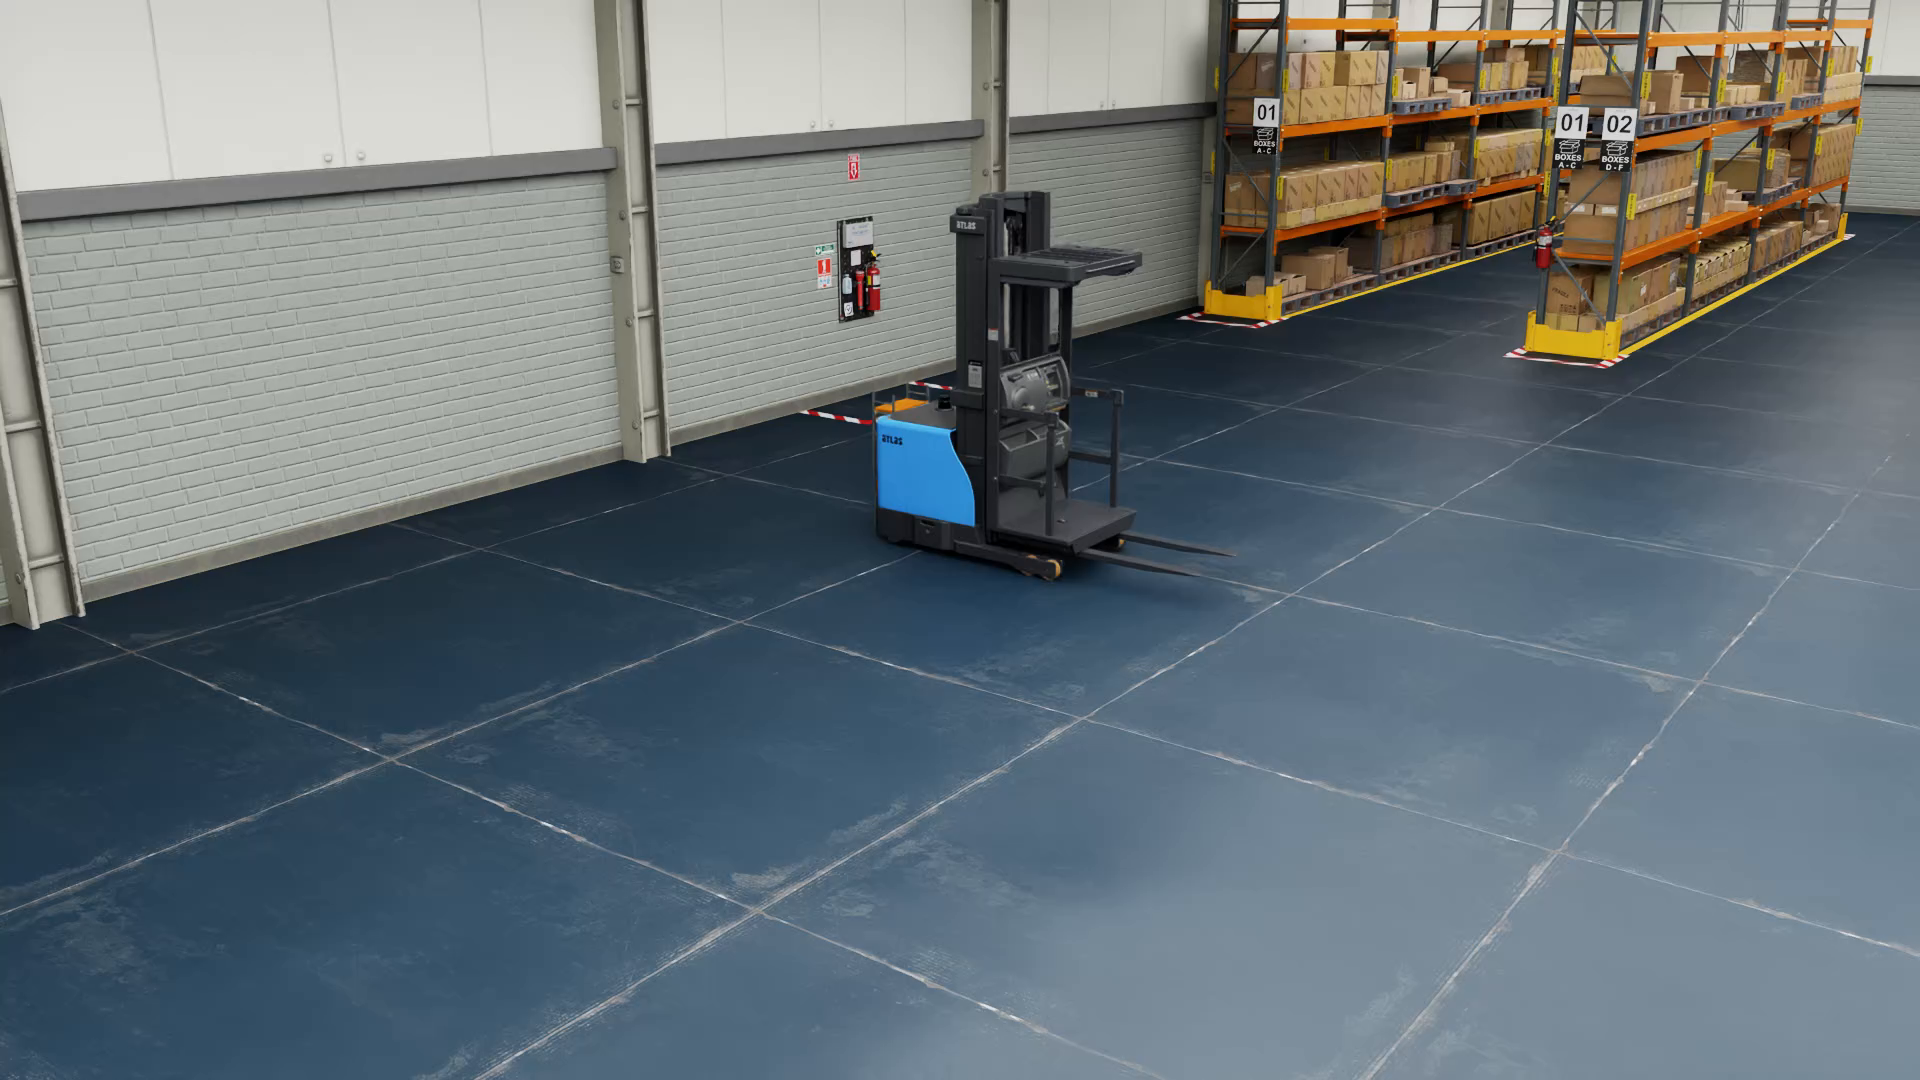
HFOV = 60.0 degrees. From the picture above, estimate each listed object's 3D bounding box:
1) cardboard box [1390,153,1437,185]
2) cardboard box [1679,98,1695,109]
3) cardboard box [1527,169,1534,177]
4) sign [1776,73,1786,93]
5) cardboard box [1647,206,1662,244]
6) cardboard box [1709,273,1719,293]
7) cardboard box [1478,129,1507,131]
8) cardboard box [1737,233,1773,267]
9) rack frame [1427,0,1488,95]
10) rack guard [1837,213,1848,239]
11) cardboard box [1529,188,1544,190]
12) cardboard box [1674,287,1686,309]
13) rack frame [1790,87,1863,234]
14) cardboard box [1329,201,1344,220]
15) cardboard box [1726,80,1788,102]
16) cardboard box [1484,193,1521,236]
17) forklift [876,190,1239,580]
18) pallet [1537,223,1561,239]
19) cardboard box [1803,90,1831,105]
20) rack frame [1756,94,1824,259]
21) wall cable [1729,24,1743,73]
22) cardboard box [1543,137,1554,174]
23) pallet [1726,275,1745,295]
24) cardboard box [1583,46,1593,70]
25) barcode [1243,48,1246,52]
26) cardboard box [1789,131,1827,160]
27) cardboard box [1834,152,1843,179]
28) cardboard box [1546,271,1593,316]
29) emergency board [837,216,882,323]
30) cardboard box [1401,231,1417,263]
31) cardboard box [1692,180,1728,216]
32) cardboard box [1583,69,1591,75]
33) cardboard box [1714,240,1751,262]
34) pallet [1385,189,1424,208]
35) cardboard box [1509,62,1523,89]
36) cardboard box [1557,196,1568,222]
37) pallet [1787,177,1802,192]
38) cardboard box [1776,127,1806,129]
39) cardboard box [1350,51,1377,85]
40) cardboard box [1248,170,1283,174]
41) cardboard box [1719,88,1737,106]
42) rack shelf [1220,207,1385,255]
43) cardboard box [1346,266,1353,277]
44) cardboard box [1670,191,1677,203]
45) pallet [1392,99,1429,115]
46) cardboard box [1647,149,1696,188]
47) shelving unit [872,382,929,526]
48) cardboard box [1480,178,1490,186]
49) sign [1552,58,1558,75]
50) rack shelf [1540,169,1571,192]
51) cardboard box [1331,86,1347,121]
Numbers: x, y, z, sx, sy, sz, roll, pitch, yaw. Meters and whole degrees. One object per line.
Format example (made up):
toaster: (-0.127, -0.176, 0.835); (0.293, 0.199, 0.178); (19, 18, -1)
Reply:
cardboard box: (7.998, -6.568, 29.424); (0.700, 0.500, 0.500); (12, 21, 35)
cardboard box: (10.093, -6.141, 23.384); (0.380, 0.149, 0.250); (12, 21, 35)
cardboard box: (11.273, -7.372, 33.314); (0.380, 0.149, 0.250); (13, 21, 36)
sign: (13.416, -7.467, 27.168); (0.100, 0.325, 0.005); (12, 21, 35)
cardboard box: (9.417, -4.470, 23.412); (0.700, 0.500, 0.500); (13, 22, 36)
cardboard box: (11.644, -4.082, 26.259); (0.500, 0.250, 0.500); (12, 21, 33)
cardboard box: (10.589, -8.045, 33.124); (0.500, 0.250, 0.500); (13, 21, 35)
cardboard box: (13.784, -5.050, 28.920); (0.500, 0.500, 0.500); (12, 21, 33)
rack frame: (8.995, -9.589, 29.949); (1.000, 3.000, 0.127); (12, 21, 35)
rack guard: (17.697, -6.543, 34.471); (1.175, 0.500, 0.348); (12, 21, 35)
cardboard box: (12.280, -7.403, 35.437); (0.380, 0.149, 0.250); (13, 21, 35)
cardboard box: (10.491, -3.635, 24.821); (0.500, 0.250, 0.500); (12, 21, 35)
rack frame: (17.742, -7.755, 34.159); (1.000, 3.000, 0.127); (12, 21, 35)
cardboard box: (5.683, -5.183, 26.096); (0.500, 0.250, 0.500); (13, 21, 35)
cardboard box: (13.512, -7.561, 28.308); (0.910, 0.500, 0.500); (12, 21, 35)
cardboard box: (10.568, -6.461, 32.907); (0.750, 0.750, 0.750); (13, 22, 36)
forklift: (0.780, -1.258, 13.351); (3.031, 2.935, 1.130); (12, 21, 34)
pallet: (11.894, -6.512, 34.859); (1.003, 0.211, 1.213); (12, 21, 35)
cardboard box: (15.847, -8.235, 30.900); (0.500, 0.250, 0.500); (12, 21, 35)
rack frame: (15.359, -6.802, 31.091); (1.000, 3.000, 0.127); (12, 21, 35)
wall cable: (17.419, -11.296, 40.680); (3.097, 2.526, 0.112); (12, 21, 35)
cardboard box: (11.715, -7.946, 34.269); (0.980, 0.700, 0.700); (13, 21, 36)
pallet: (12.454, -4.329, 27.827); (1.003, 0.211, 1.213); (12, 21, 35)
cardboard box: (12.934, -10.131, 34.865); (0.500, 0.500, 0.500); (11, 21, 32)
barcode: (4.250, -7.320, 24.835); (0.001, 0.075, 0.075); (12, 21, 35)
cardboard box: (15.866, -7.390, 31.129); (0.500, 0.500, 0.500); (13, 22, 36)
cardboard box: (17.086, -7.406, 32.866); (0.500, 0.500, 0.500); (13, 21, 35)
cardboard box: (8.289, -3.370, 22.702); (0.500, 0.500, 0.500); (12, 21, 35)
emergency board: (-1.127, -3.127, 19.257); (0.194, 1.169, 0.643); (12, 21, 35)
cardboard box: (7.641, -5.212, 29.444); (0.700, 0.500, 0.500); (13, 21, 35)
cardboard box: (11.989, -5.495, 26.712); (0.500, 0.500, 0.500); (11, 20, 32)
cardboard box: (12.923, -9.768, 34.960); (0.500, 0.250, 0.500); (12, 21, 33)
cardboard box: (12.861, -4.837, 27.743); (0.500, 0.311, 0.500); (13, 22, 36)
pallet: (7.184, -5.836, 28.303); (1.003, 0.211, 1.213); (12, 21, 35)
cardboard box: (10.486, -9.033, 32.306); (0.700, 0.500, 0.500); (12, 21, 34)
cardboard box: (12.516, -7.085, 35.506); (0.700, 0.500, 0.500); (13, 21, 36)
pallet: (14.795, -6.540, 30.569); (1.003, 0.211, 1.213); (12, 21, 35)
cardboard box: (16.056, -7.736, 32.244); (0.500, 0.500, 0.500); (13, 21, 35)
cardboard box: (6.211, -7.438, 26.193); (0.500, 0.500, 0.500); (14, 22, 38)
cardboard box: (4.646, -5.383, 25.474); (0.500, 0.500, 0.500); (13, 21, 35)
cardboard box: (11.781, -6.903, 25.902); (0.500, 0.250, 0.500); (10, 20, 30)
rack shelf: (5.420, -4.951, 26.344); (1.077, 0.370, 4.000); (12, 21, 35)
cardboard box: (6.317, -4.496, 27.698); (0.380, 0.166, 0.250); (9, 20, 28)
cardboard box: (9.994, -4.910, 23.734); (0.380, 0.149, 0.250); (12, 21, 34)
pallet: (7.065, -7.242, 27.767); (1.213, 0.211, 1.003); (12, 21, 35)
cardboard box: (10.333, -5.457, 24.404); (0.700, 0.500, 0.500); (13, 21, 35)
shelving unit: (-0.514, -0.742, 14.610); (0.258, 1.200, 0.503); (12, 21, 34)
cardboard box: (9.761, -6.758, 31.338); (0.380, 0.149, 0.250); (13, 22, 36)
sign: (11.820, -9.413, 33.037); (0.100, 0.325, 0.005); (12, 21, 35)
rack shelf: (12.570, -7.810, 35.547); (1.077, 0.370, 4.000); (12, 21, 35)
cardboard box: (5.585, -6.721, 25.570); (0.500, 0.500, 0.500); (14, 22, 38)
